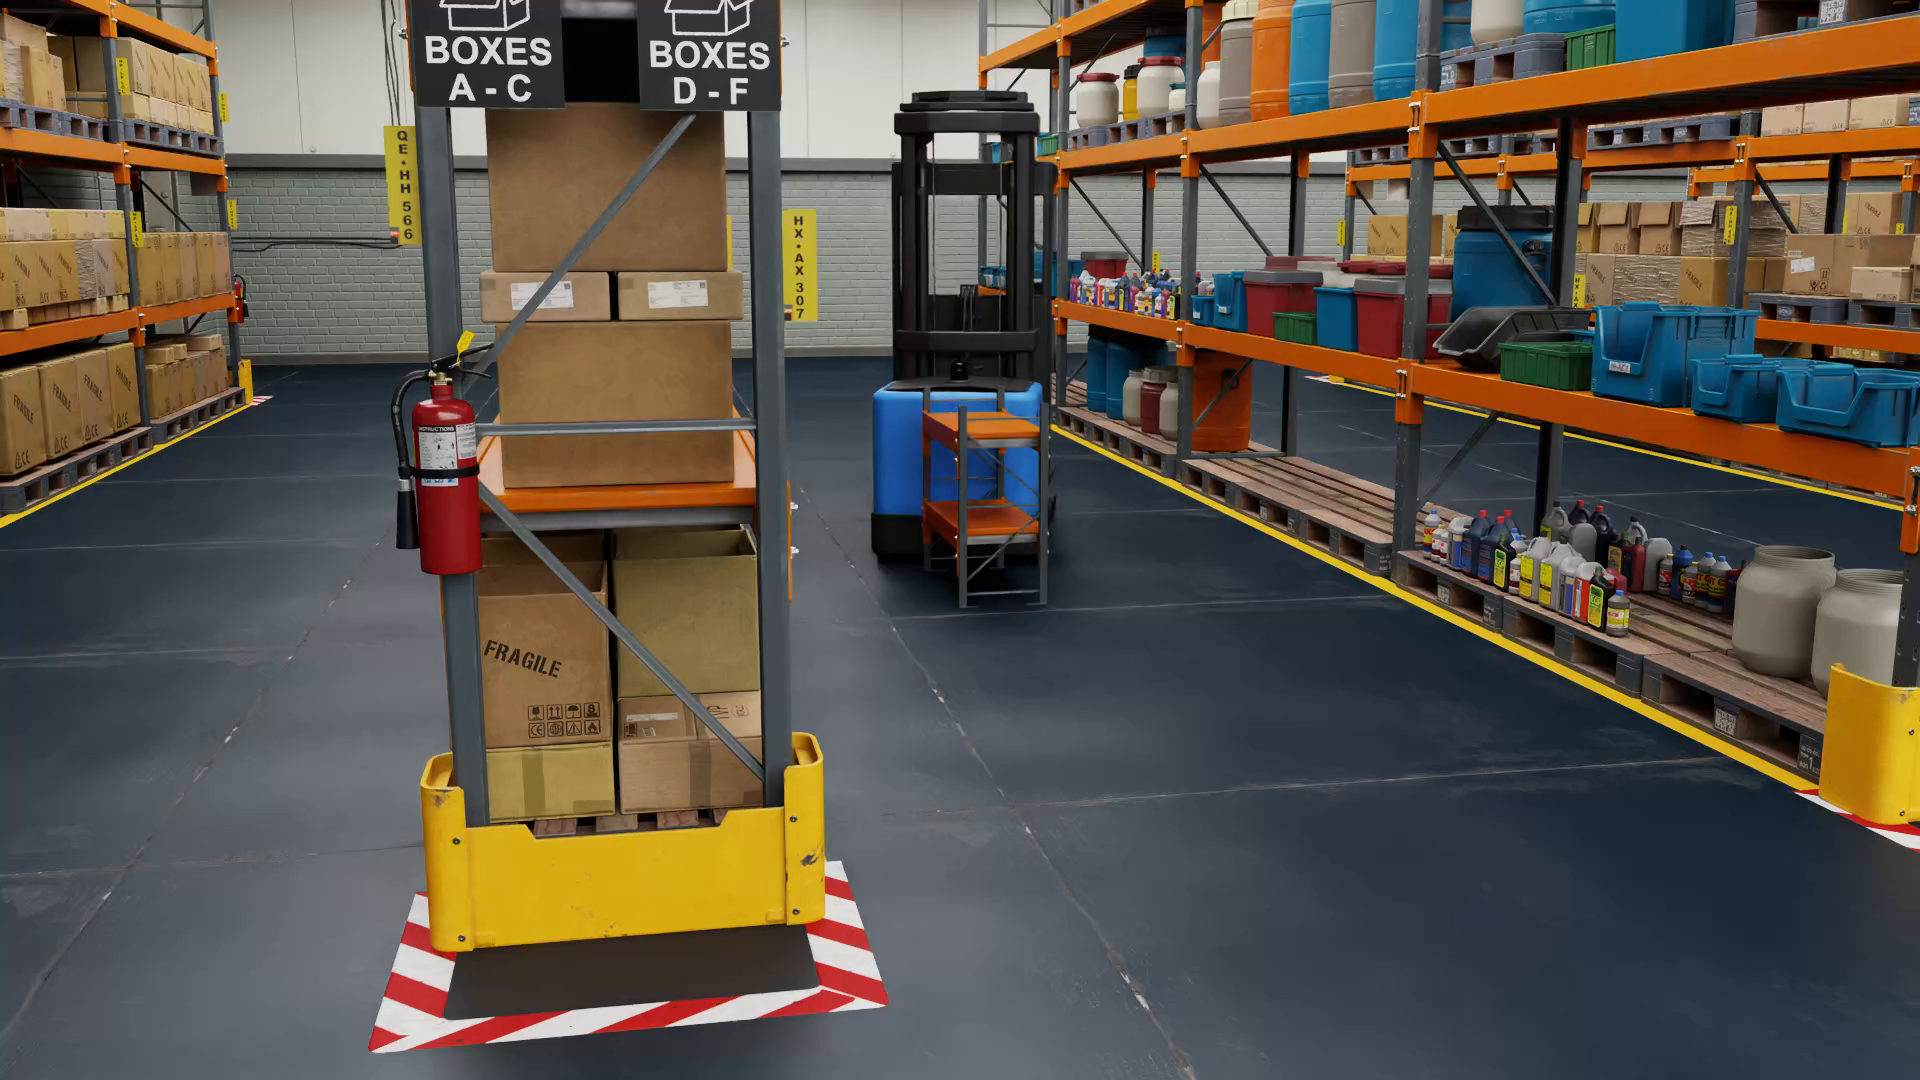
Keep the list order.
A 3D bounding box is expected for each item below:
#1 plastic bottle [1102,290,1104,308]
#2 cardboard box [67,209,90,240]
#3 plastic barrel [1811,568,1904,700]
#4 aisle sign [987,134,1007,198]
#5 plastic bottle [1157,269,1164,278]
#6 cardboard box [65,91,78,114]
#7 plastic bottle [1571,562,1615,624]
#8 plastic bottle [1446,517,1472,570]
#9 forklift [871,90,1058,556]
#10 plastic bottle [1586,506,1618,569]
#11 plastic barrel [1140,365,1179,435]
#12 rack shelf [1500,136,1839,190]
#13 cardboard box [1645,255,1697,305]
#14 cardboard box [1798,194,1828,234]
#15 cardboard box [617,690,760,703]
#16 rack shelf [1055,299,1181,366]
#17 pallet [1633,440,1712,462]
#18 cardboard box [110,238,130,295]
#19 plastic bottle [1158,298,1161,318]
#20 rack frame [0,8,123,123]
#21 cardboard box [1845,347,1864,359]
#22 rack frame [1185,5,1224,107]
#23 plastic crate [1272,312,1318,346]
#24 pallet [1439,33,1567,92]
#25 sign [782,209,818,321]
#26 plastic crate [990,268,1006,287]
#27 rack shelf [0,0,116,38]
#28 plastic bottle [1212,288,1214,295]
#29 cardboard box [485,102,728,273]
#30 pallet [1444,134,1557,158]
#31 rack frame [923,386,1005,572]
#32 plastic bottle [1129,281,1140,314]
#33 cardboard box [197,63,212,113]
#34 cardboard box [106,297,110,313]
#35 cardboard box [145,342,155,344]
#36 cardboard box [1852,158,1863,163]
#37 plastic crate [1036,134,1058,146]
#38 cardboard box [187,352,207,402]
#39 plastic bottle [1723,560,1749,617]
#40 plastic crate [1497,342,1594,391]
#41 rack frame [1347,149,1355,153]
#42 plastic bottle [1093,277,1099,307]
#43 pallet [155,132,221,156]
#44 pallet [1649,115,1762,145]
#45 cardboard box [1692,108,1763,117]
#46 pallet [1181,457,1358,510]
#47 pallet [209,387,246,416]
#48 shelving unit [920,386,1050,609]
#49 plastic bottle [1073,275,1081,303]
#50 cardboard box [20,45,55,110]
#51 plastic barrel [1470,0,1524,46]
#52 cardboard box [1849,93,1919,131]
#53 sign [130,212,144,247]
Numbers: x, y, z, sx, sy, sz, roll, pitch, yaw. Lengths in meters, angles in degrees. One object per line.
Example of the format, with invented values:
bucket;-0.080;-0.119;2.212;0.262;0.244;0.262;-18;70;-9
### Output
plastic bottle;1.402;-2.315;15.869;0.097;0.201;0.097;0;11;0
cardboard box;-7.677;-2.653;13.989;0.500;0.250;0.500;-2;11;-10
plastic barrel;3.641;0.395;6.628;0.421;0.512;0.421;0;11;0
aisle sign;0.427;-4.717;21.002;0.394;0.787;0.004;-2;11;-11
plastic bottle;2.010;-2.523;16.560;0.144;0.351;0.185;-2;11;-11
cardboard box;-8.571;-4.116;15.785;0.500;0.250;0.500;-2;11;-10
plastic bottle;3.035;0.251;7.963;0.152;0.276;0.135;-2;11;-11
plastic bottle;2.788;0.018;9.186;0.152;0.276;0.135;-2;11;-9
forklift;0.111;-1.564;11.576;1.130;2.935;3.031;1;11;6
plastic bottle;3.511;-0.008;9.126;0.144;0.351;0.185;-3;11;-14
plastic barrel;1.956;-1.288;15.266;0.600;0.588;0.708;-2;11;-11
rack shelf;6.757;-3.637;16.184;1.077;0.370;4.000;-2;11;-11
cardboard box;6.716;-2.372;15.370;0.500;0.500;0.500;-2;11;-12
cardboard box;10.705;-3.997;20.438;0.500;0.500;0.500;-2;11;-10
cardboard box;-1.003;0.623;6.130;0.500;0.250;0.500;-2;11;-11
rack shelf;1.899;-1.983;15.518;1.077;0.370;4.000;-2;11;-11
pallet;7.067;-0.927;15.505;1.003;0.211;1.213;-2;11;-11
cardboard box;-7.871;-2.473;15.050;0.500;0.500;0.500;-2;11;-12
plastic bottle;1.741;-1.995;14.188;0.097;0.201;0.097;0;11;0
rack frame;-8.208;-5.290;14.924;1.000;3.000;0.127;-2;11;-11
cardboard box;10.840;-2.245;19.878;0.380;0.149;0.250;-2;11;-10
rack frame;2.288;-4.917;12.963;1.000;3.000;0.127;-2;11;-11
plastic crate;2.450;-1.441;11.313;0.450;0.188;0.662;-2;11;-11
pallet;3.302;-2.488;8.730;1.213;0.211;1.003;-2;11;-11
sign;-0.470;-0.806;4.884;0.100;0.325;0.005;-2;11;-11
plastic crate;0.585;-3.206;20.308;0.416;0.233;0.300;-2;11;-11
rack shelf;-7.819;-4.374;13.102;1.077;0.370;4.000;-2;11;-11
plastic bottle;2.341;-2.217;15.136;0.061;0.283;0.133;-2;11;-11
cardboard box;-1.104;-1.105;5.245;0.700;0.500;0.500;-2;11;-11
pallet;6.219;-4.464;18.843;1.003;0.211;1.213;-2;11;-11
rack frame;0.023;-0.370;10.130;0.500;1.125;0.032;-2;11;-12
plastic bottle;1.568;-2.181;14.944;0.061;0.283;0.133;-2;11;-11
cardboard box;-8.576;-4.976;18.301;0.500;0.500;0.500;-2;11;-11
cardboard box;-7.786;-2.083;14.739;0.380;0.149;0.250;-2;11;-9
cardboard box;-8.675;-1.986;17.435;0.380;0.149;0.250;-2;11;-12
cardboard box;10.807;-4.618;19.813;0.500;0.250;0.500;-2;11;-11
plastic crate;0.860;-4.435;18.769;0.437;0.282;0.530;-2;11;-11
cardboard box;-8.556;-1.746;17.912;0.700;0.500;0.500;-2;11;-13
plastic bottle;3.771;0.230;8.056;0.061;0.283;0.133;-2;11;-10
plastic crate;3.053;-0.873;8.327;0.450;0.188;0.662;-2;11;-11
rack frame;5.590;-6.564;21.618;1.000;3.000;0.127;-2;11;-11
plastic bottle;1.336;-2.401;16.098;0.061;0.283;0.133;-2;11;-11
pallet;-8.831;-4.371;18.355;1.003;0.211;1.213;-2;11;-11
pallet;6.969;-3.647;14.818;1.213;0.211;1.003;-2;11;-8
cardboard box;6.957;-3.990;14.715;0.797;0.503;0.637;-1;11;-8
pallet;2.401;-0.457;13.031;1.003;0.211;1.213;-2;11;-11
pallet;-8.754;-1.563;18.845;1.003;0.211;1.213;-2;11;-11
shelving unit;0.130;-0.277;9.642;0.538;1.125;1.048;-2;11;-12
plastic bottle;1.189;-2.539;16.826;0.061;0.283;0.133;-2;11;-11
cardboard box;-7.973;-3.817;13.761;0.700;0.500;0.500;-2;11;-12
plastic barrel;2.957;-2.885;8.887;0.421;0.512;0.421;0;11;0
cardboard box;7.197;-3.266;12.714;0.500;0.250;0.500;-2;11;-10
sign;-7.678;-2.895;15.498;0.100;0.325;0.005;-2;11;-11
